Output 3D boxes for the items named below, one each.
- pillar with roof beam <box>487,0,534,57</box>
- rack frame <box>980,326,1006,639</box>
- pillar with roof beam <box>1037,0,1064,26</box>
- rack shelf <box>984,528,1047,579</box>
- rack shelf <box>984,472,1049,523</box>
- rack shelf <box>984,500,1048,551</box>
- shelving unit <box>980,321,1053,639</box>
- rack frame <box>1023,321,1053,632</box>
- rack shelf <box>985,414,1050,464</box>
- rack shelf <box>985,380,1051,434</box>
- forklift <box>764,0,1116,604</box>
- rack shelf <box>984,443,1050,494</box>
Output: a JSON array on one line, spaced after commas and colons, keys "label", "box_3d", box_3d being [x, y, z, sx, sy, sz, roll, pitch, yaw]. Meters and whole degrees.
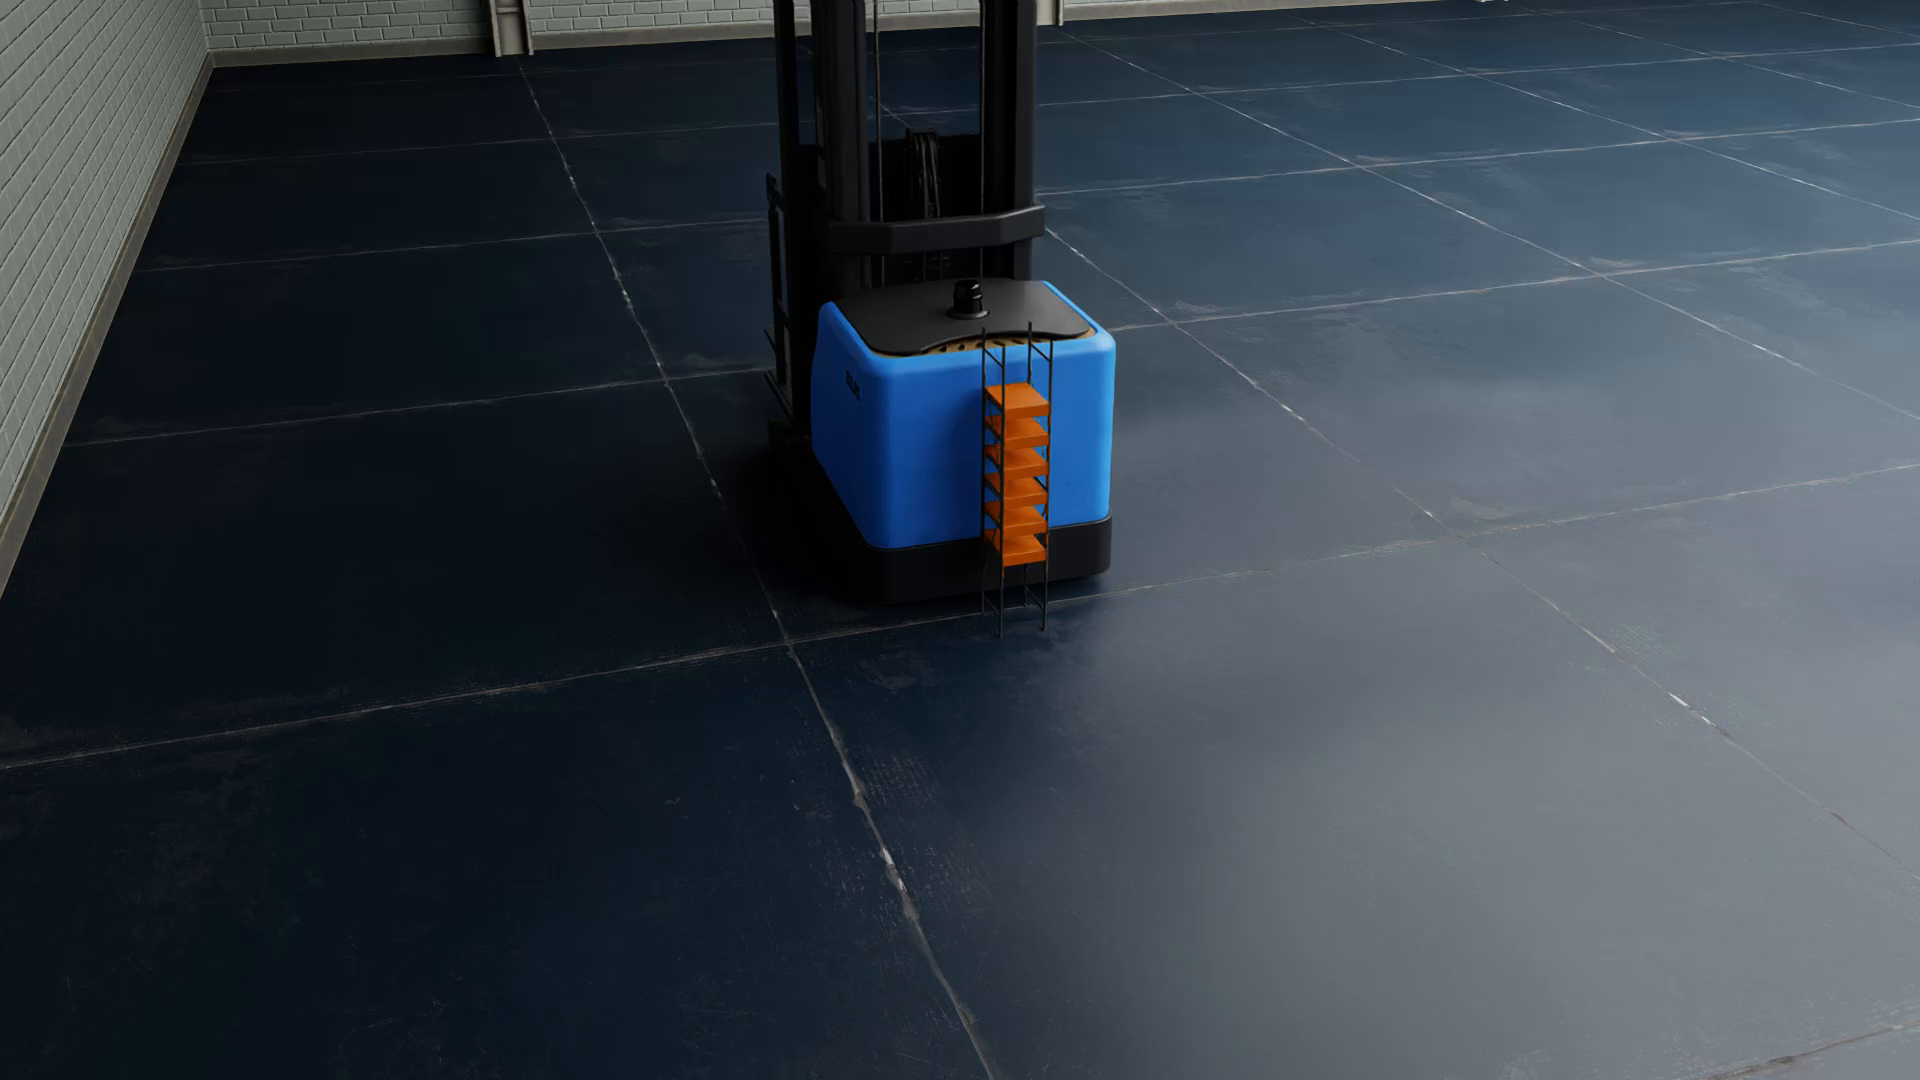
[{"label": "pillar with roof beam", "box_3d": [-3.411, -7.384, 12.003, 0.400, 9.000, 9.100, -8, 28, -16]}, {"label": "rack frame", "box_3d": [0.122, -0.202, 6.309, 0.006, 1.200, 0.240, -8, 28, -17]}, {"label": "pillar with roof beam", "box_3d": [2.294, -8.210, 13.667, 0.400, 9.000, 9.100, -8, 28, -16]}, {"label": "rack shelf", "box_3d": [0.209, 0.039, 6.461, 0.180, 0.103, 0.258, -8, 28, -17]}, {"label": "rack shelf", "box_3d": [0.209, -0.176, 6.354, 0.180, 0.103, 0.258, -8, 28, -17]}, {"label": "rack shelf", "box_3d": [0.209, -0.068, 6.408, 0.180, 0.103, 0.258, -8, 28, -17]}, {"label": "shelving unit", "box_3d": [0.209, -0.215, 6.335, 0.189, 1.200, 0.258, -8, 28, -17]}, {"label": "rack frame", "box_3d": [0.296, -0.228, 6.361, 0.006, 1.200, 0.240, -8, 28, -17]}, {"label": "rack shelf", "box_3d": [0.209, -0.391, 6.248, 0.180, 0.103, 0.258, -8, 28, -17]}, {"label": "rack shelf", "box_3d": [0.209, -0.498, 6.194, 0.180, 0.103, 0.258, -8, 28, -17]}, {"label": "forklift", "box_3d": [-0.300, -1.693, 7.364, 1.130, 2.935, 3.031, -8, 27, -15]}, {"label": "rack shelf", "box_3d": [0.209, -0.283, 6.301, 0.180, 0.103, 0.258, -8, 28, -17]}]
